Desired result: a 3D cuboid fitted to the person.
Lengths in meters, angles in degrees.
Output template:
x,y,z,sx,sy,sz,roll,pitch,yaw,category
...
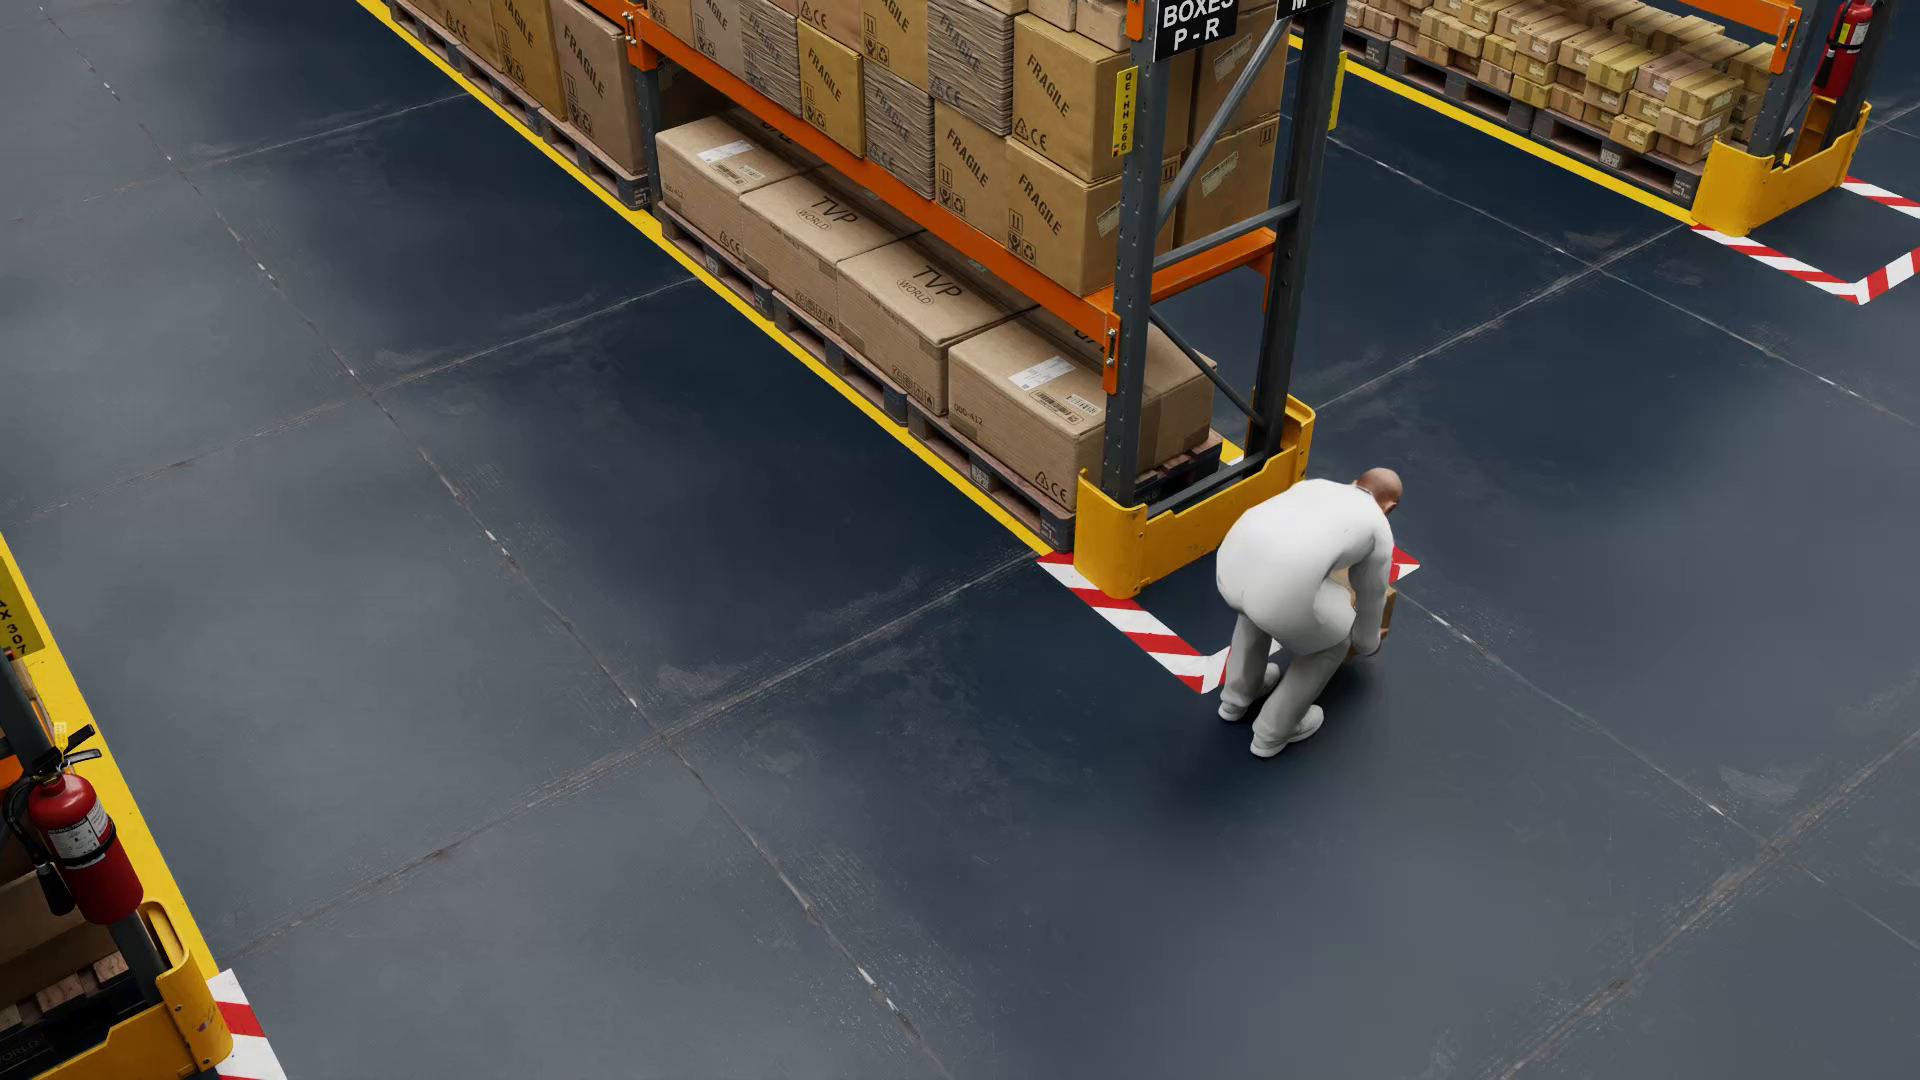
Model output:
x,y,z,sx,sy,sz,roll,pitch,yaw,category
1.357,0.223,6.446,0.948,1.078,0.573,-31,49,-32,person
